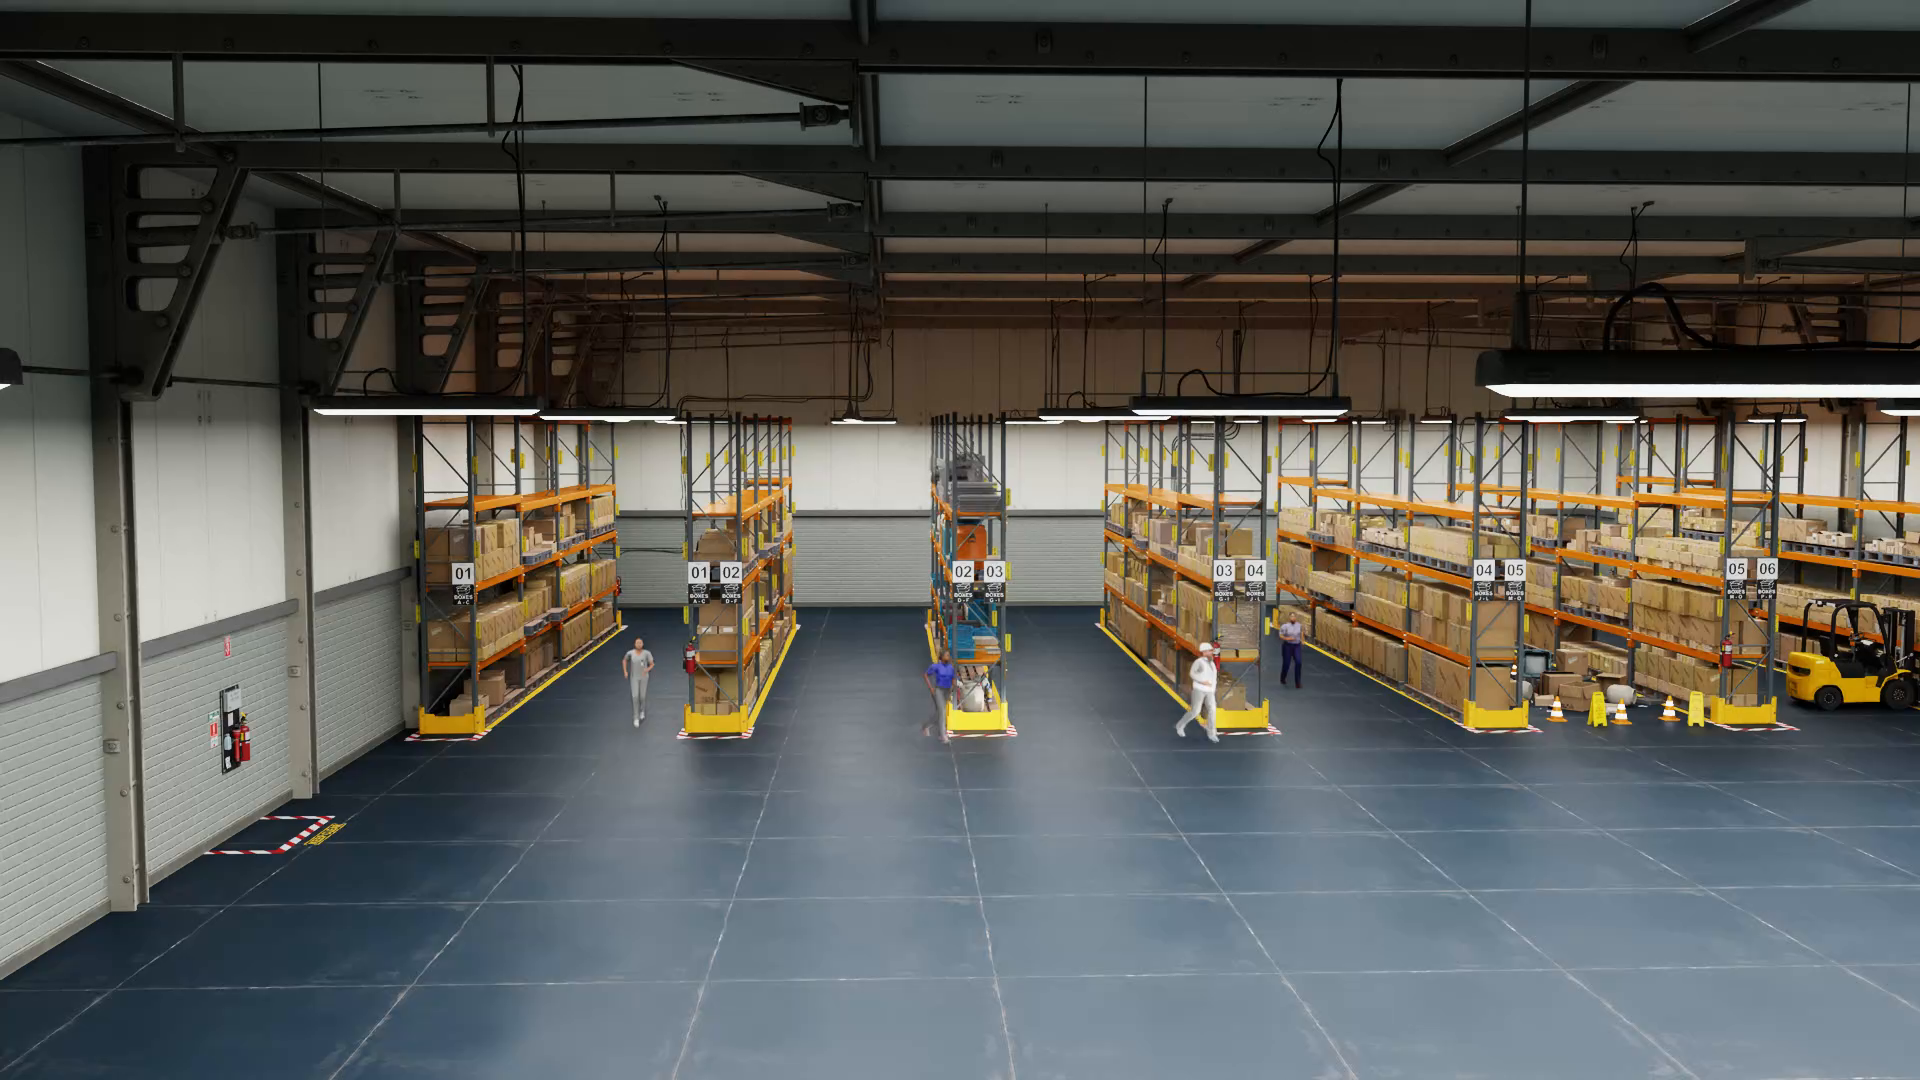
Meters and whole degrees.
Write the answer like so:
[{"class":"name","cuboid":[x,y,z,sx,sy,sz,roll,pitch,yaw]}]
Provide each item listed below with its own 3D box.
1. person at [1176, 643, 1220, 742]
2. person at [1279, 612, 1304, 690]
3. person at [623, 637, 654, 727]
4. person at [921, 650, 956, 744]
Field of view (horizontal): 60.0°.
[{"class":"person","cuboid":[4.494,2.763,30.459,0.726,1.758,0.949,-3,5,-39]},{"class":"person","cuboid":[7.285,2.432,36.543,0.622,1.727,0.752,-1,4,-8]},{"class":"person","cuboid":[-6.199,2.701,32.101,0.591,1.684,0.911,-1,4,-10]},{"class":"person","cuboid":[-0.340,2.840,30.447,0.806,1.665,0.593,4,5,44]}]
